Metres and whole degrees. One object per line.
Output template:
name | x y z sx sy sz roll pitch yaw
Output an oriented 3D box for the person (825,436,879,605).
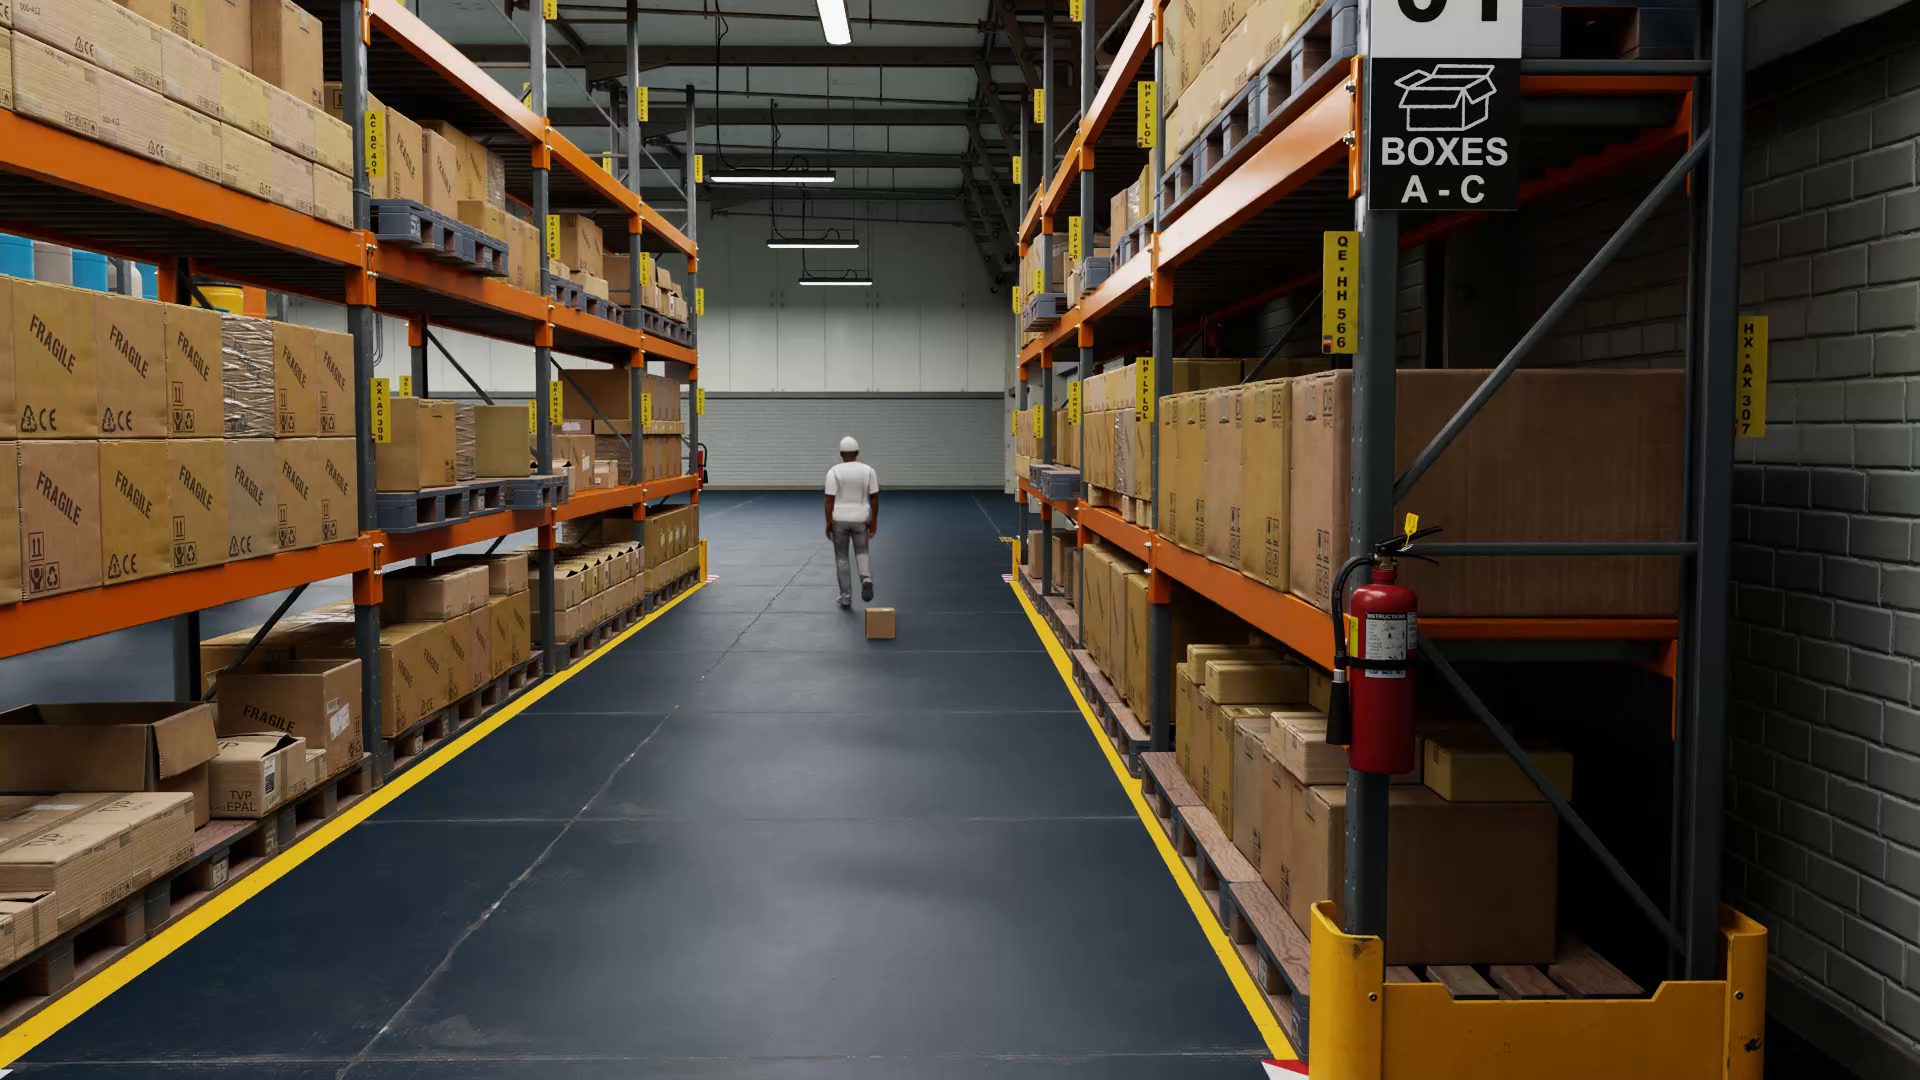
person | -1.129 -0.199 17.316 0.569 1.757 0.590 -1 4 -16
